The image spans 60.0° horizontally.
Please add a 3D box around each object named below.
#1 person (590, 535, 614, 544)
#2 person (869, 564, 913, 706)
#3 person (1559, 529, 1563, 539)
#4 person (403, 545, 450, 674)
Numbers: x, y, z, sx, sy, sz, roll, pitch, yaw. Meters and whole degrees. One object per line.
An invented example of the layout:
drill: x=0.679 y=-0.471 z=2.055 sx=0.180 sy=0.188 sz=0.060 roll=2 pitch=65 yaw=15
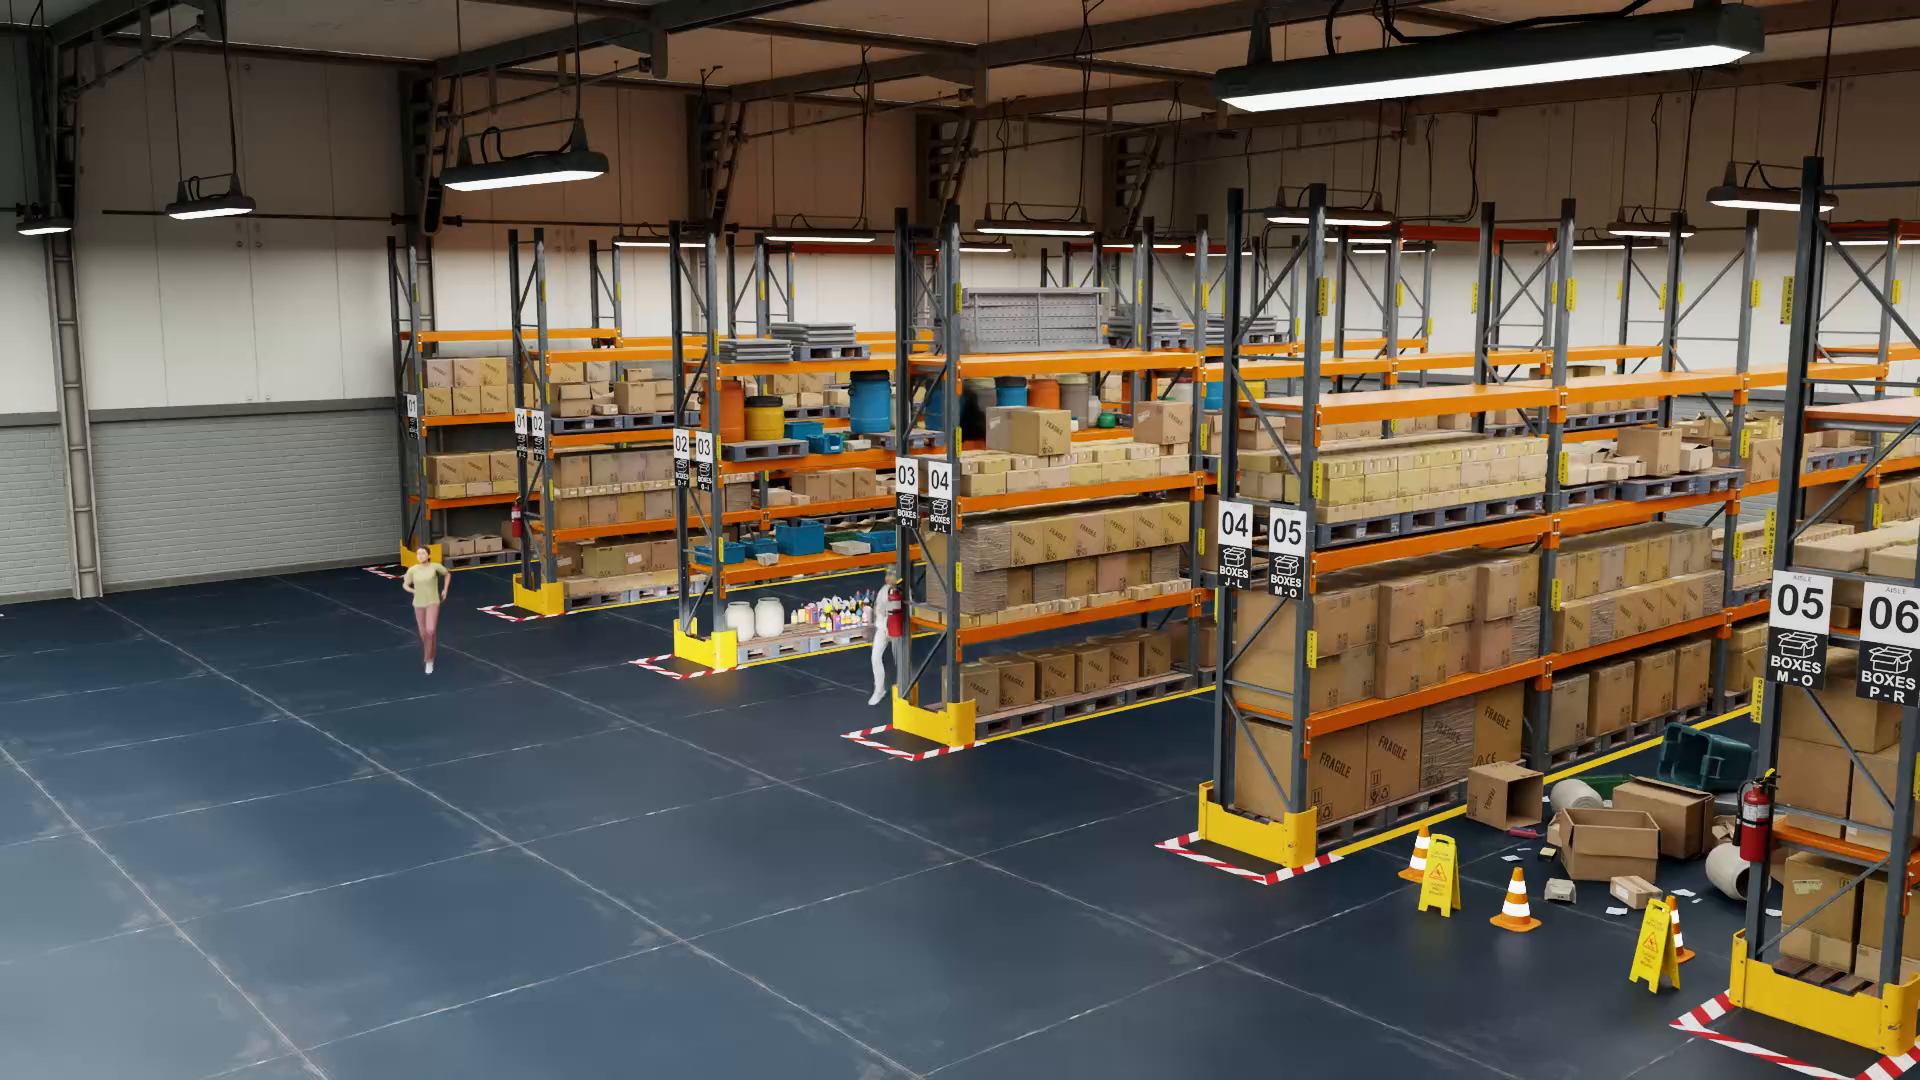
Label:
person: x=-6.239 y=-0.089 z=29.138 sx=0.506 sy=1.631 sz=0.721 roll=6 pitch=10 yaw=32
person: x=-0.842 y=1.150 z=20.625 sx=0.596 sy=1.748 sz=0.720 roll=7 pitch=11 yaw=37
person: x=8.585 y=0.619 z=24.091 sx=0.665 sy=1.699 sz=0.940 roll=9 pitch=12 yaw=44
person: x=-7.205 y=0.912 z=22.463 sx=0.580 sy=1.714 sz=0.773 roll=-1 pitch=9 yaw=-3
